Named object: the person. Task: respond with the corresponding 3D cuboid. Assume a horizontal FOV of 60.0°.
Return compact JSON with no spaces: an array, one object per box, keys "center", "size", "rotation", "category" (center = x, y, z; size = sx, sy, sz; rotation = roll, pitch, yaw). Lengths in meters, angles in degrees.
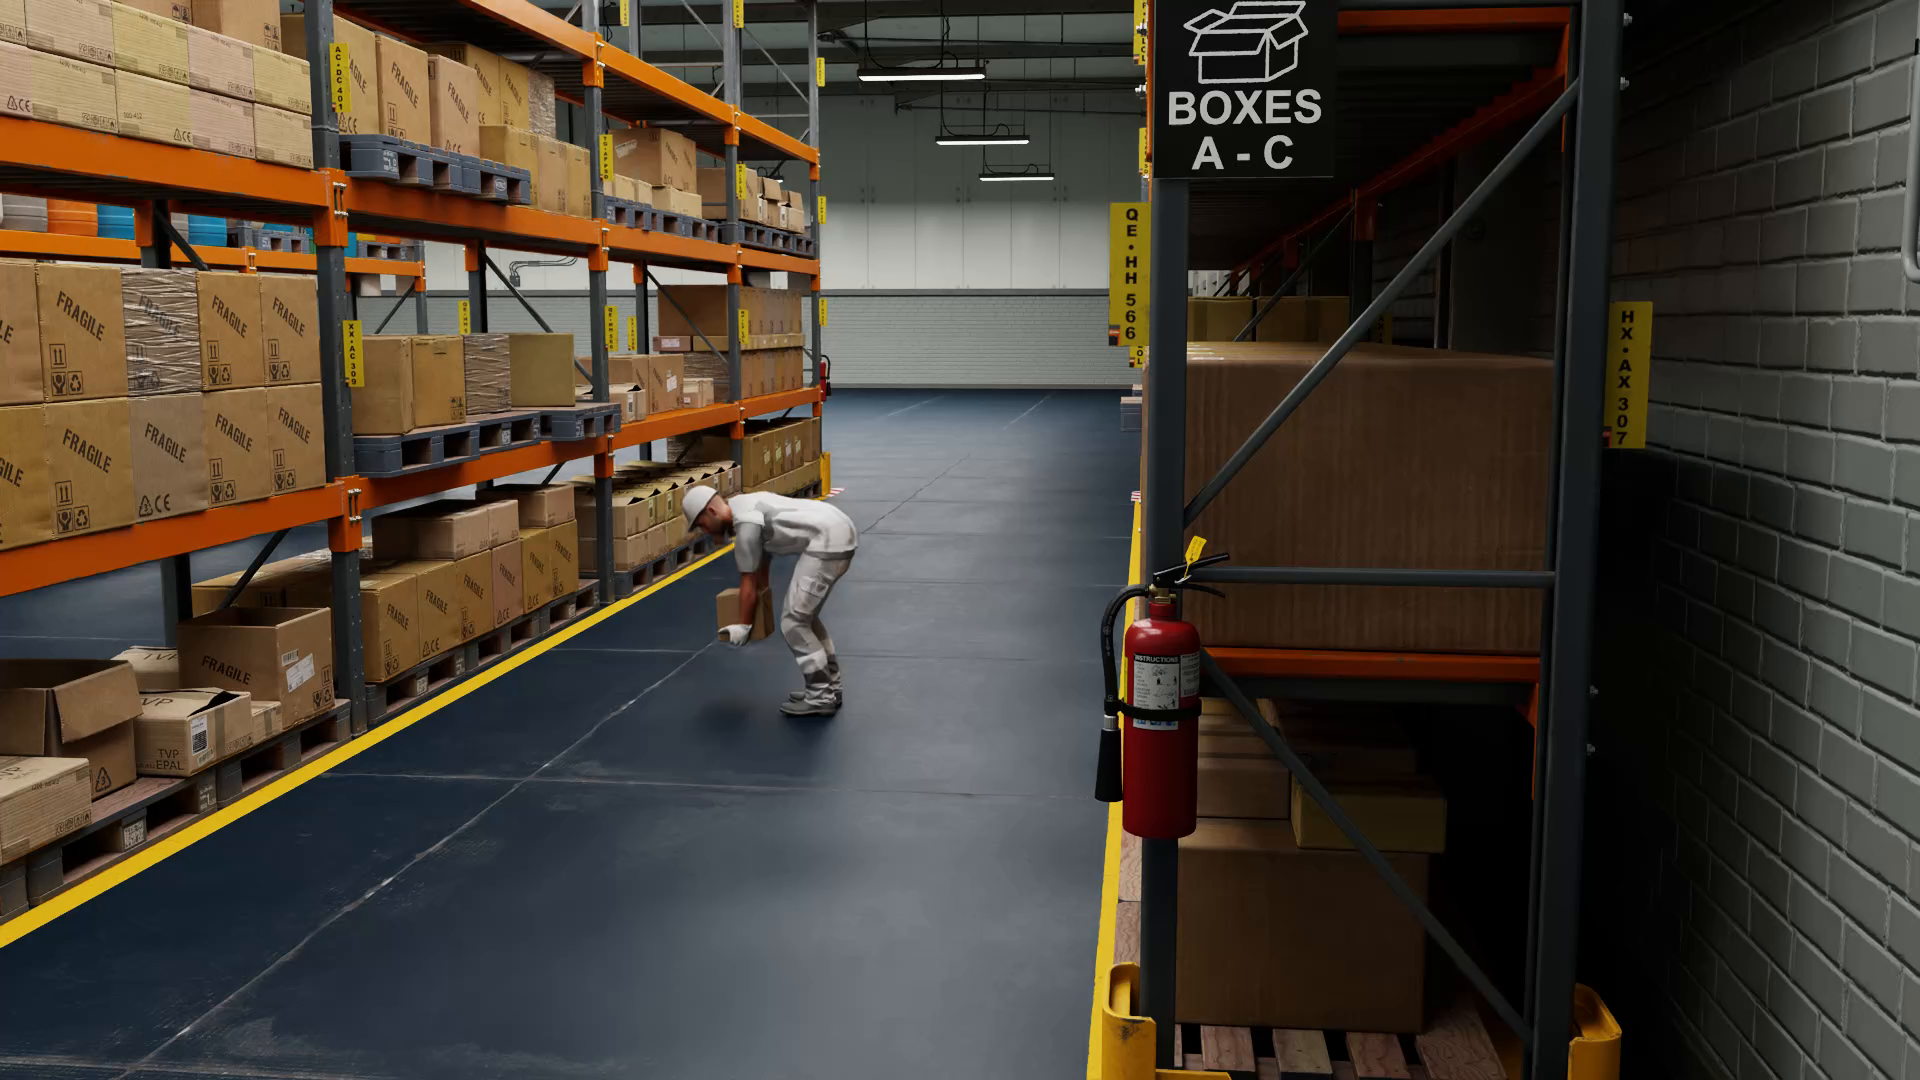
[{"center":[-1.021,0.314,8.983],"size":[0.949,1.218,0.493],"rotation":[1,8,4],"category":"person"}]
